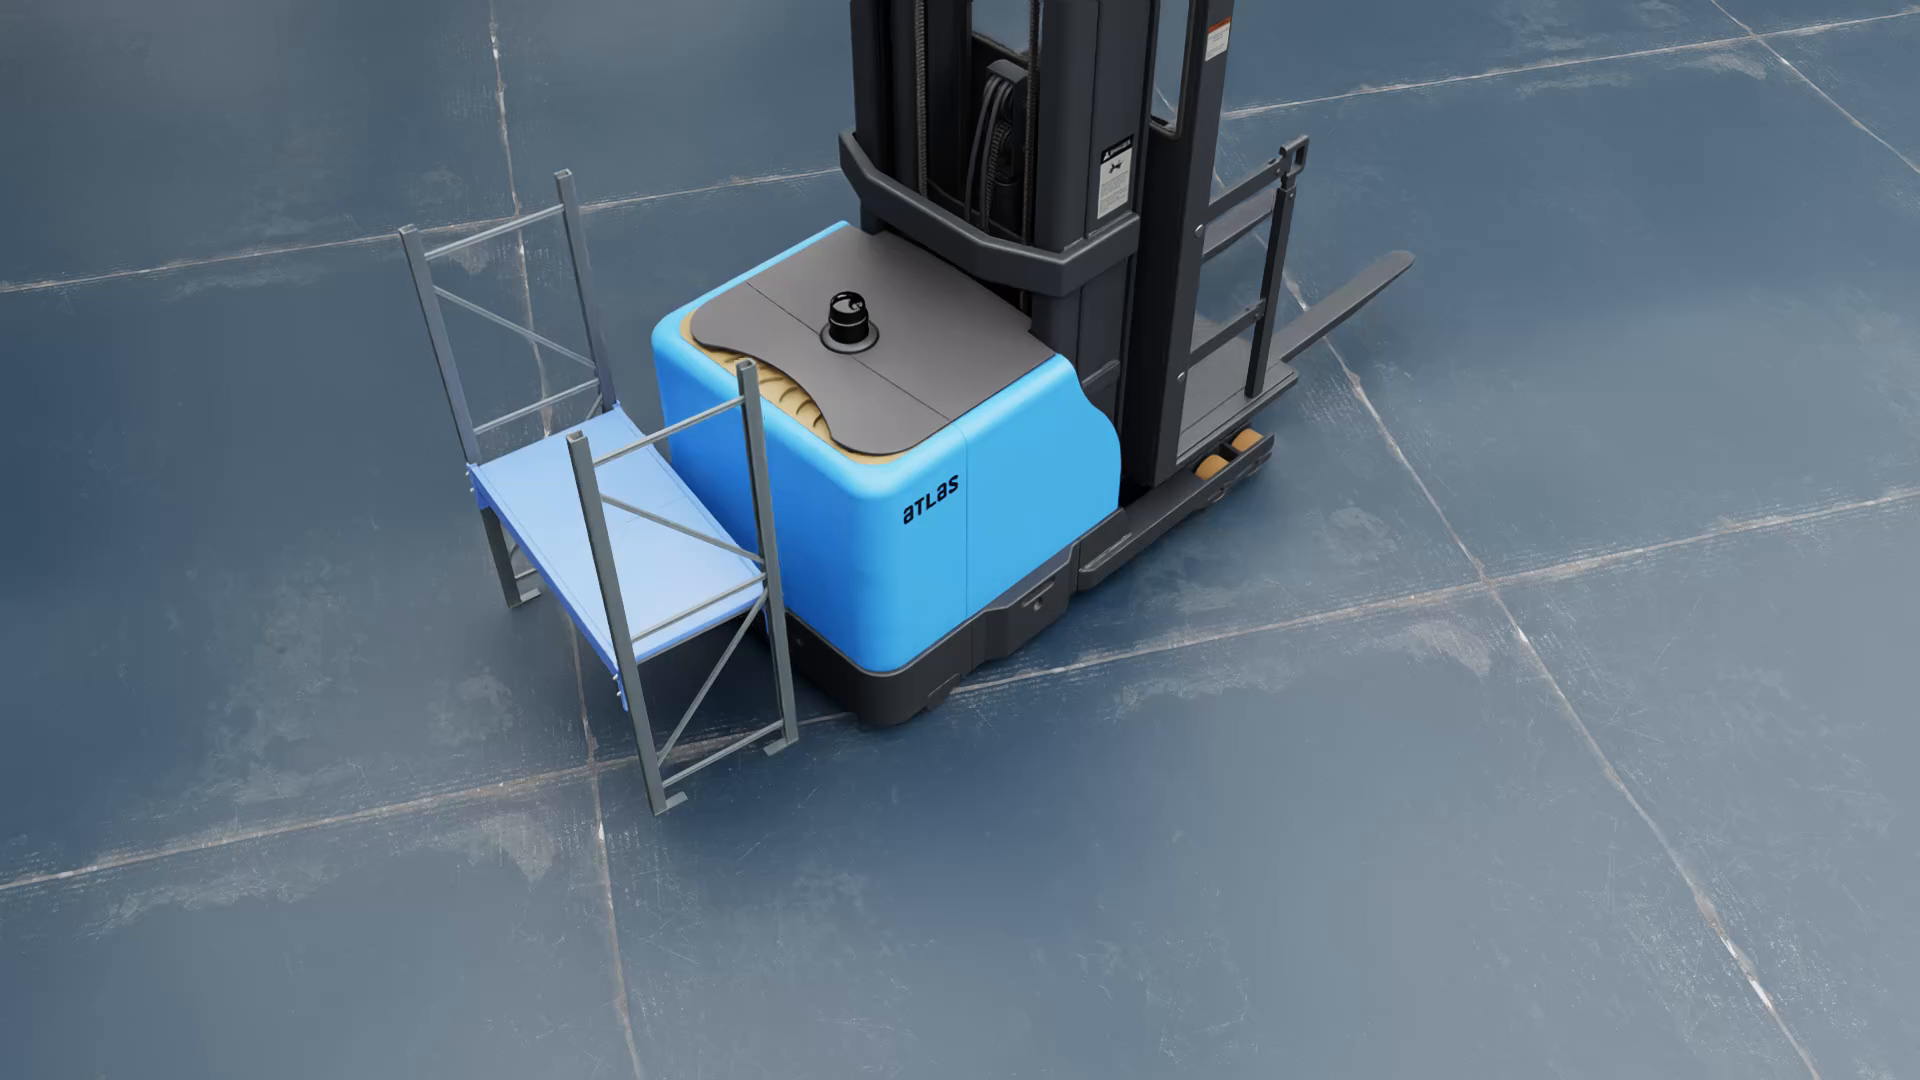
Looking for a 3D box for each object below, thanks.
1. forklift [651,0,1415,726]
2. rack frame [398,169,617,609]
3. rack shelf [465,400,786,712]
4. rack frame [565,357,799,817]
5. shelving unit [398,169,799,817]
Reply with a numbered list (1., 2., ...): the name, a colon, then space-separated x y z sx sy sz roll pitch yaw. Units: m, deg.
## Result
1. forklift: 0.478 -1.399 5.068 3.031 2.935 1.130 -35 55 -29
2. rack frame: -1.298 -0.406 5.098 0.500 1.500 0.032 -27 51 -24
3. rack shelf: -1.004 0.016 4.936 0.538 0.185 1.000 -27 51 -24
4. rack frame: -0.711 0.187 4.516 0.500 1.500 0.032 -27 51 -24
5. shelving unit: -1.004 -0.109 4.807 0.538 1.500 1.048 -27 51 -24
